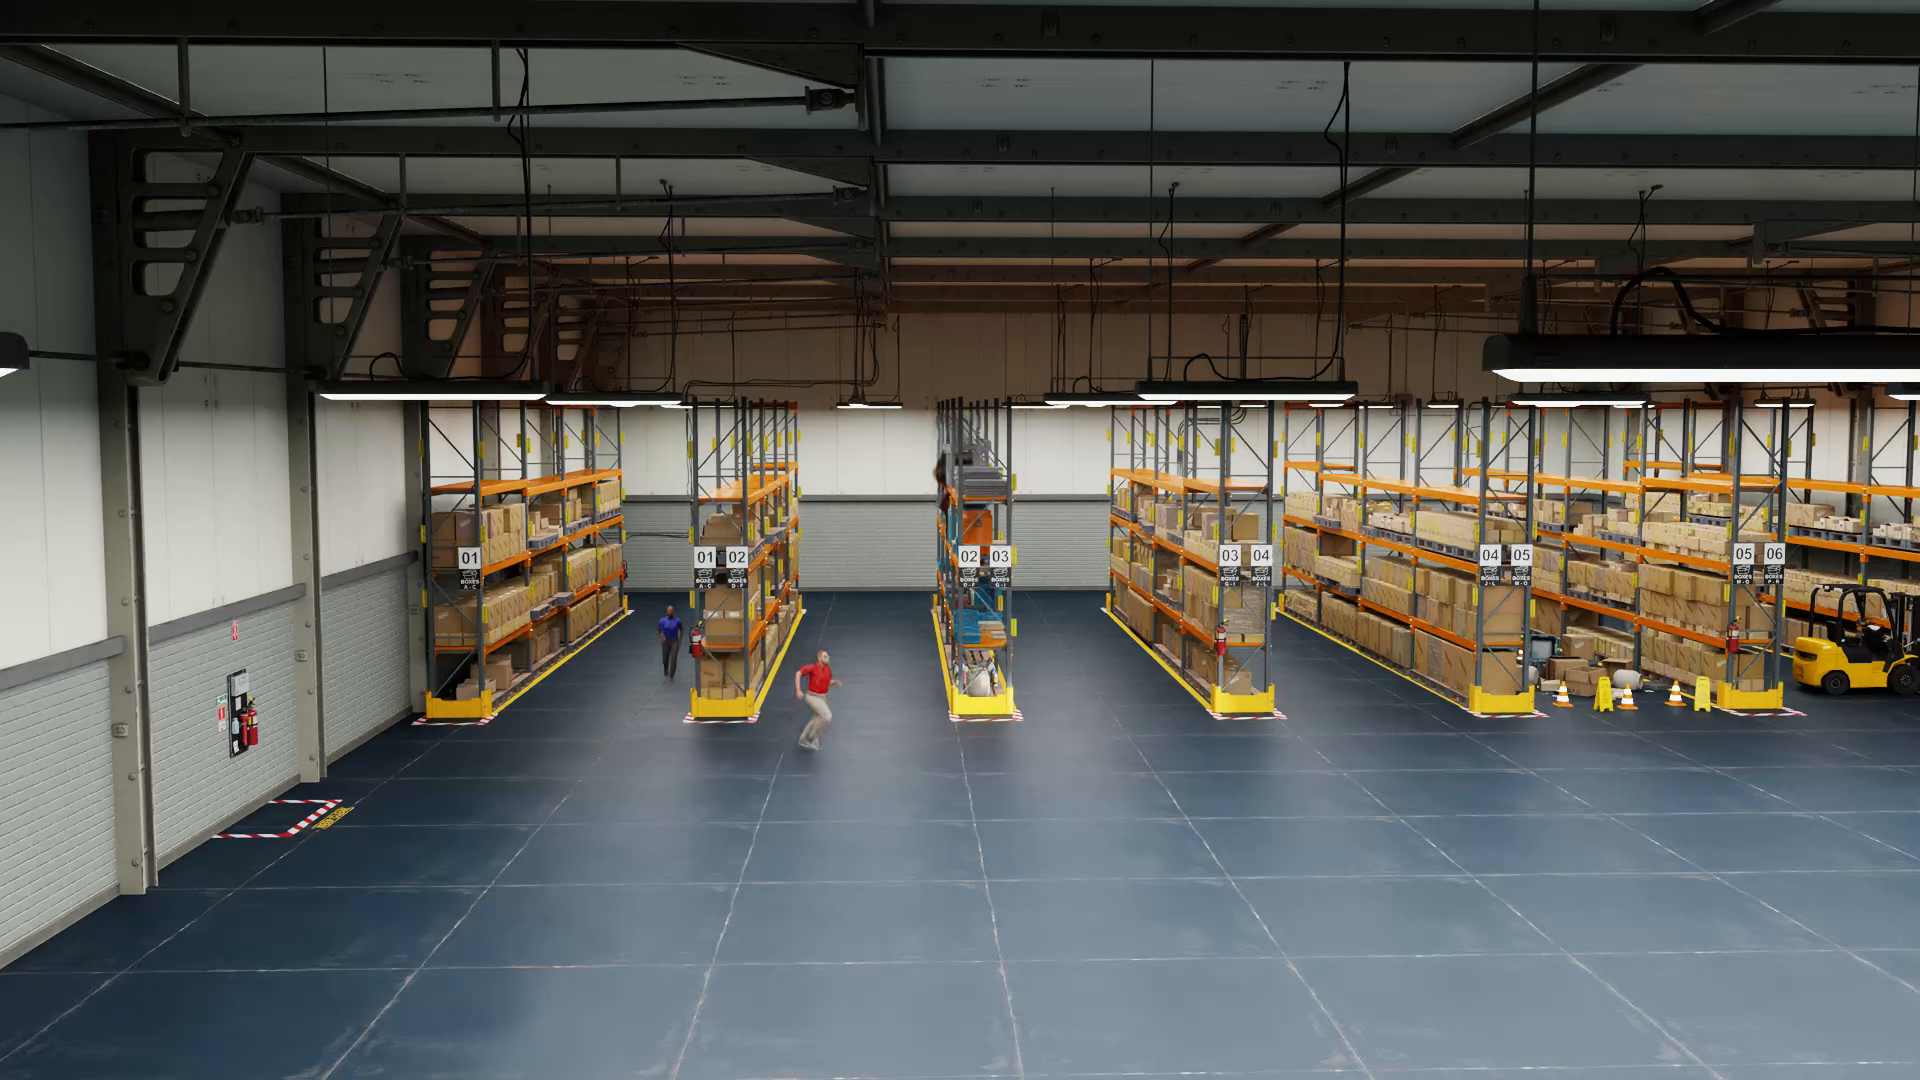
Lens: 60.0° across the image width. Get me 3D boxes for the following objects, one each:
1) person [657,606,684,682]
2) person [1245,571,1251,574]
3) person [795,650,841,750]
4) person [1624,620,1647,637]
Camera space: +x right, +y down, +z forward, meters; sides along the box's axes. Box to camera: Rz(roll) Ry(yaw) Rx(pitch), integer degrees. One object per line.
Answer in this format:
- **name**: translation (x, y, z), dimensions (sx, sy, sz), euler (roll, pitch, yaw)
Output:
- **person**: translation (-6.134, 2.194, 35.286), dimensions (0.562, 1.609, 0.589), euler (-1, 5, -14)
- **person**: translation (8.125, 1.241, 47.260), dimensions (0.567, 1.655, 0.739), euler (1, 4, 8)
- **person**: translation (-2.385, 2.697, 28.031), dimensions (0.801, 1.681, 0.696), euler (2, 5, 28)
- **person**: translation (17.004, 1.605, 41.872), dimensions (0.611, 1.830, 0.839), euler (0, 4, -6)
